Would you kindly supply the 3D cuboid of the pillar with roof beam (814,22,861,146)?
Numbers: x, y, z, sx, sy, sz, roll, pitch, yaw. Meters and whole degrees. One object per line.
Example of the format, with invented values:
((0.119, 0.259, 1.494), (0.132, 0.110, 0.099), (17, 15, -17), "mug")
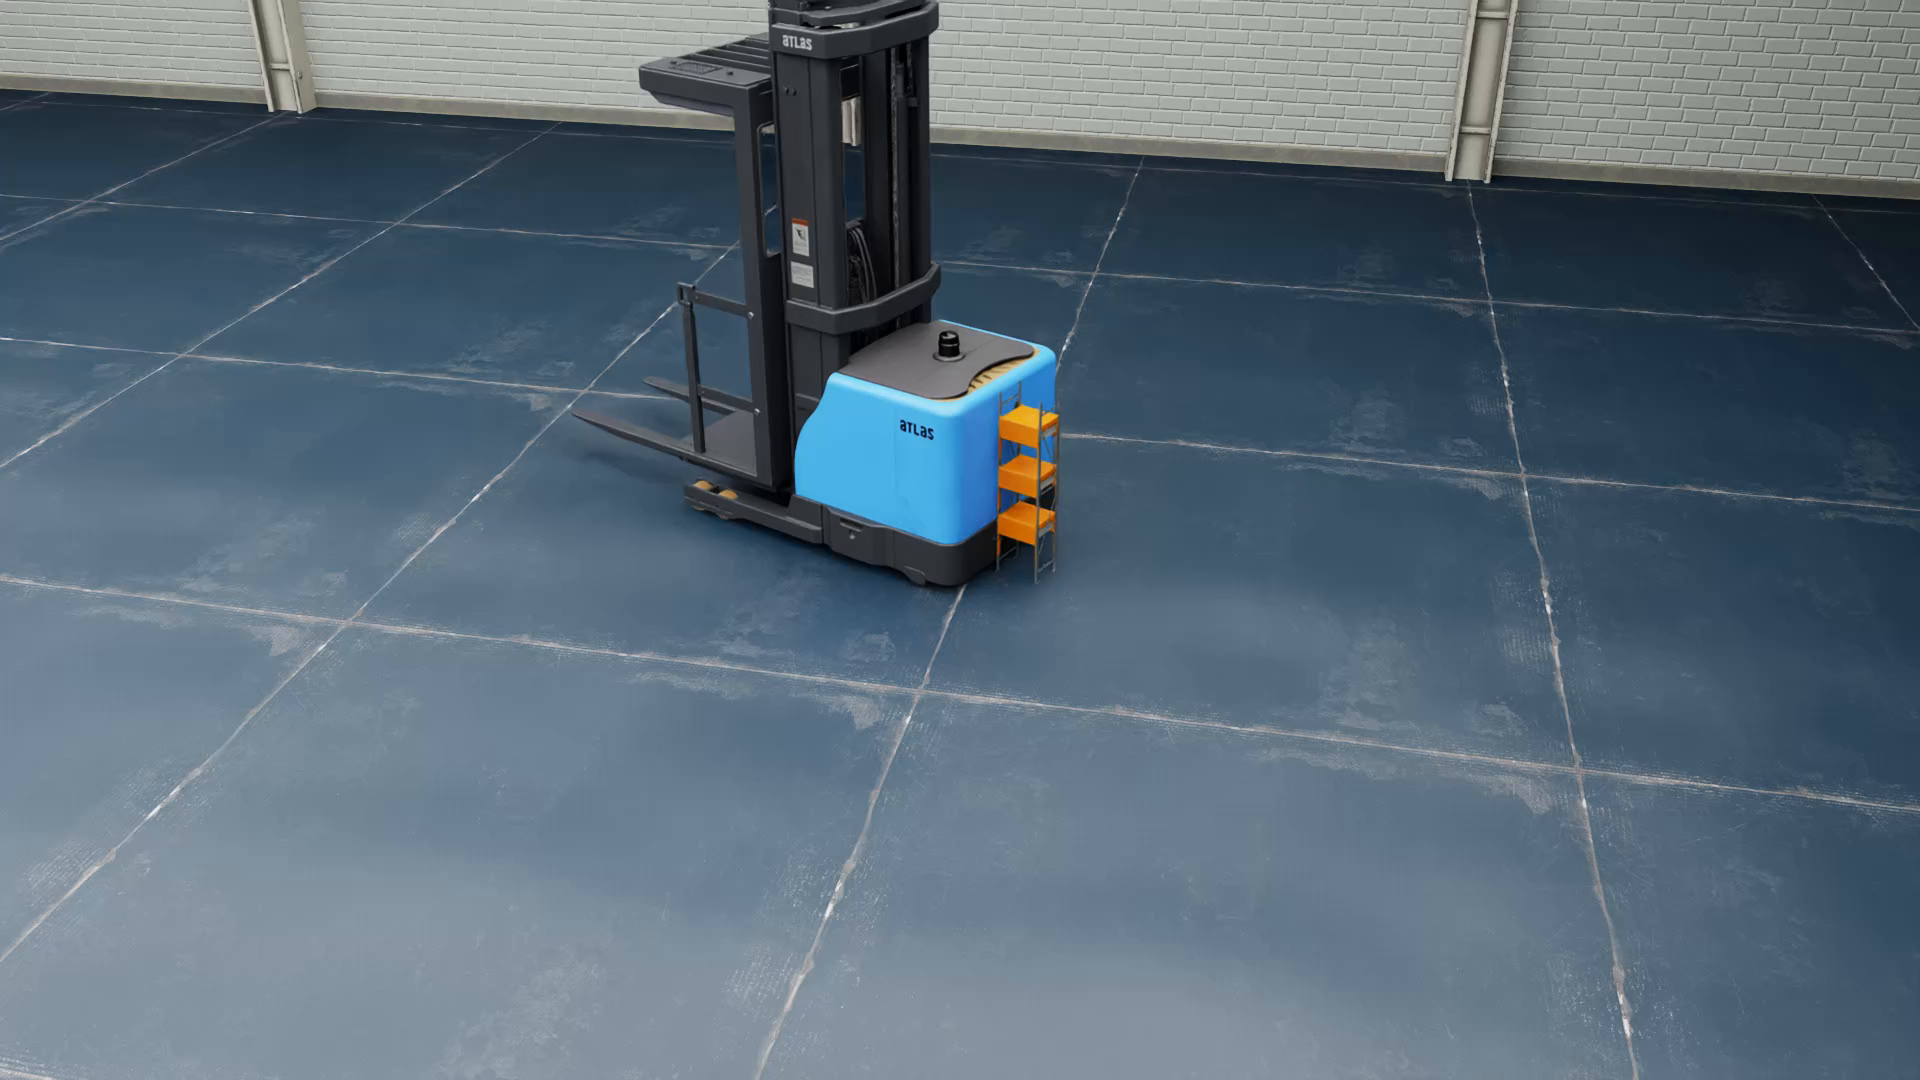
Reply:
((-2.076, -5.883, 10.625), (0.400, 9.000, 9.100), (6, 29, 11), "pillar with roof beam")

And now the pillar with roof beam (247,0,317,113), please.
((-7.944, -6.485, 11.724), (0.400, 9.000, 9.100), (6, 29, 11), "pillar with roof beam")

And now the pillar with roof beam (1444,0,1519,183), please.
((3.792, -5.282, 9.526), (0.400, 9.000, 9.100), (6, 29, 11), "pillar with roof beam")

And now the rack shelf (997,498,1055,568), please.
((0.357, -0.040, 8.831), (0.240, 0.259, 0.215), (19, 34, 30), "rack shelf")

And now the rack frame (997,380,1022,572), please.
((0.257, -0.327, 8.754), (0.008, 1.050, 0.200), (19, 34, 30), "rack frame")

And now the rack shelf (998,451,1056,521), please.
((0.357, -0.284, 8.697), (0.240, 0.259, 0.215), (19, 34, 30), "rack shelf")

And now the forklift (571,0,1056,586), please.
((-0.968, -1.589, 9.100), (3.031, 2.935, 1.130), (19, 34, 30), "forklift")

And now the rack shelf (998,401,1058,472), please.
((0.357, -0.533, 8.561), (0.240, 0.259, 0.215), (19, 34, 30), "rack shelf")

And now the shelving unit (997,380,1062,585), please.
((0.357, -0.293, 8.692), (0.252, 1.050, 0.215), (19, 34, 30), "shelving unit")

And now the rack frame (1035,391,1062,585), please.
((0.457, -0.259, 8.631), (0.008, 1.050, 0.200), (19, 34, 30), "rack frame")
